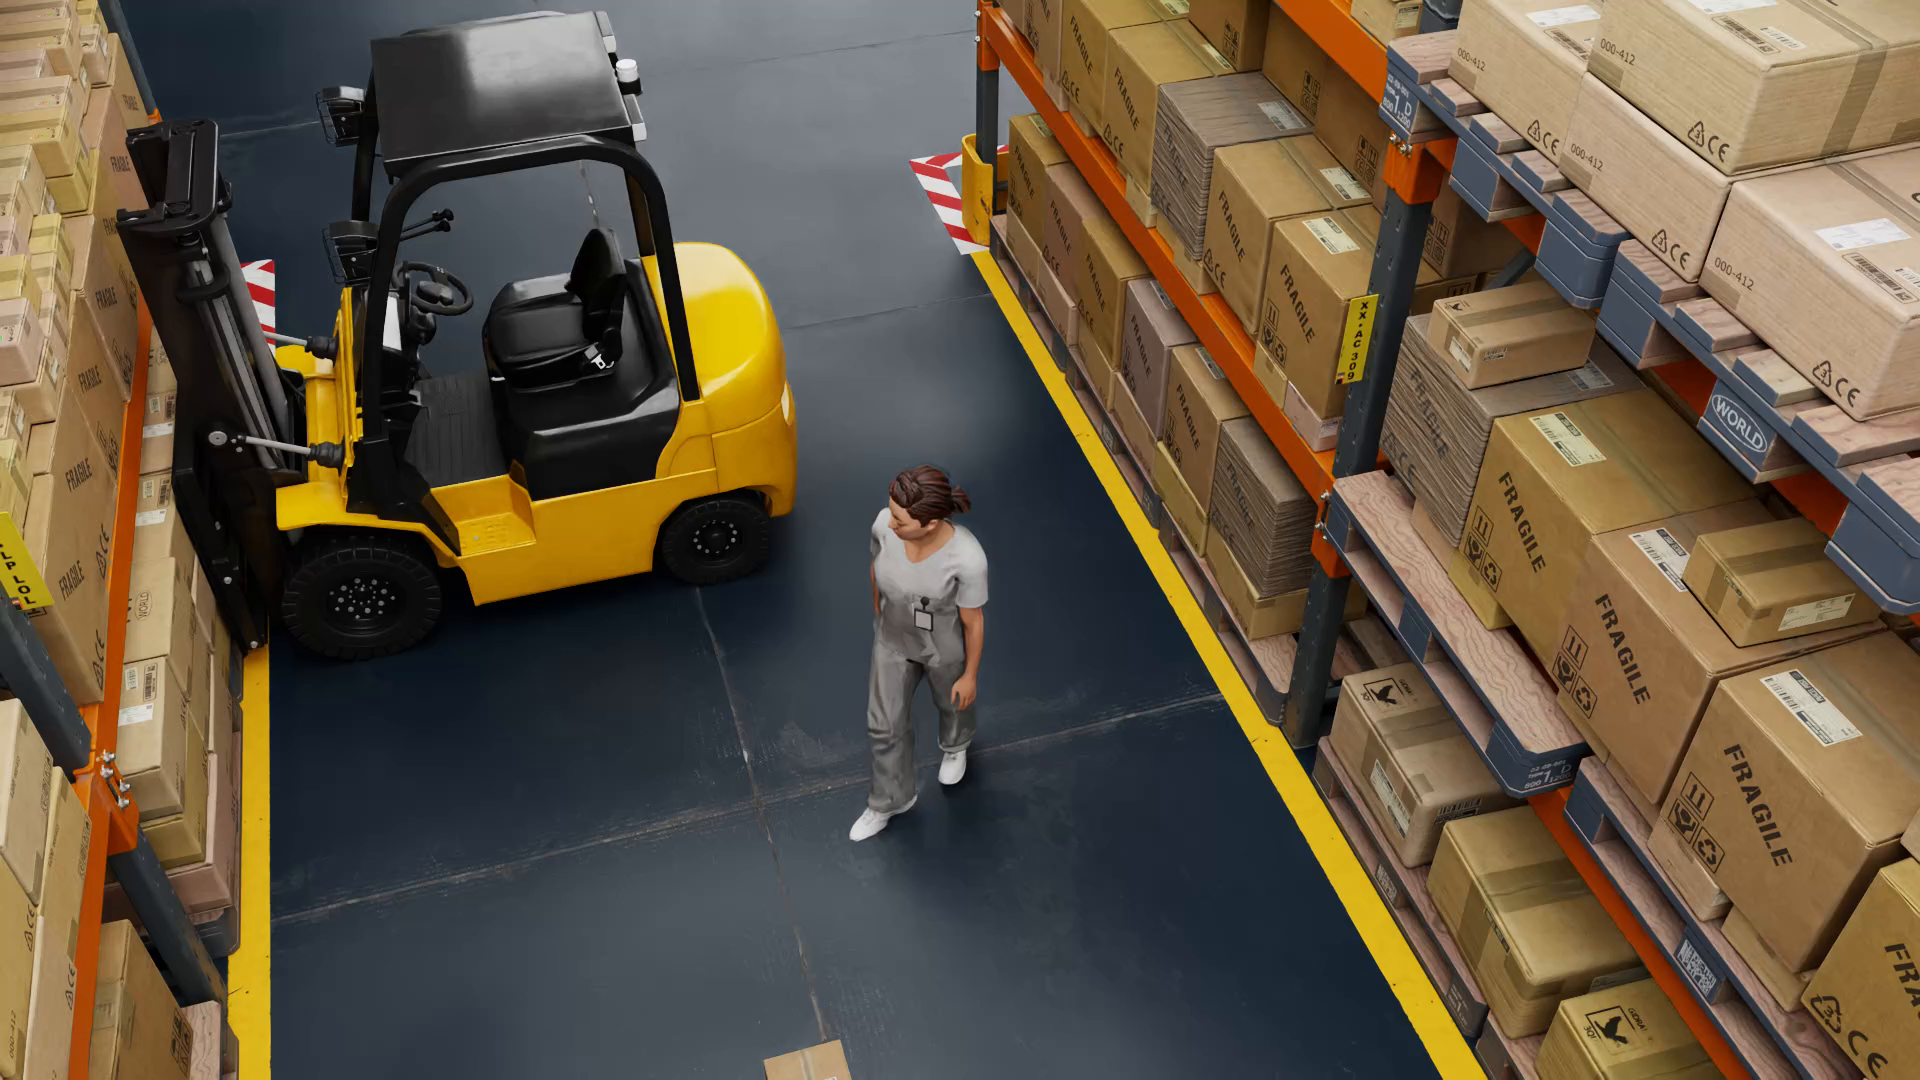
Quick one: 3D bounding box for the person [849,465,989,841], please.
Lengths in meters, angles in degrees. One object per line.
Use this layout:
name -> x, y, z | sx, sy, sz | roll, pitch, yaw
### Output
person -> -0.101, 0.361, 5.785 | 0.462, 1.714, 0.637 | 15, 45, 16
